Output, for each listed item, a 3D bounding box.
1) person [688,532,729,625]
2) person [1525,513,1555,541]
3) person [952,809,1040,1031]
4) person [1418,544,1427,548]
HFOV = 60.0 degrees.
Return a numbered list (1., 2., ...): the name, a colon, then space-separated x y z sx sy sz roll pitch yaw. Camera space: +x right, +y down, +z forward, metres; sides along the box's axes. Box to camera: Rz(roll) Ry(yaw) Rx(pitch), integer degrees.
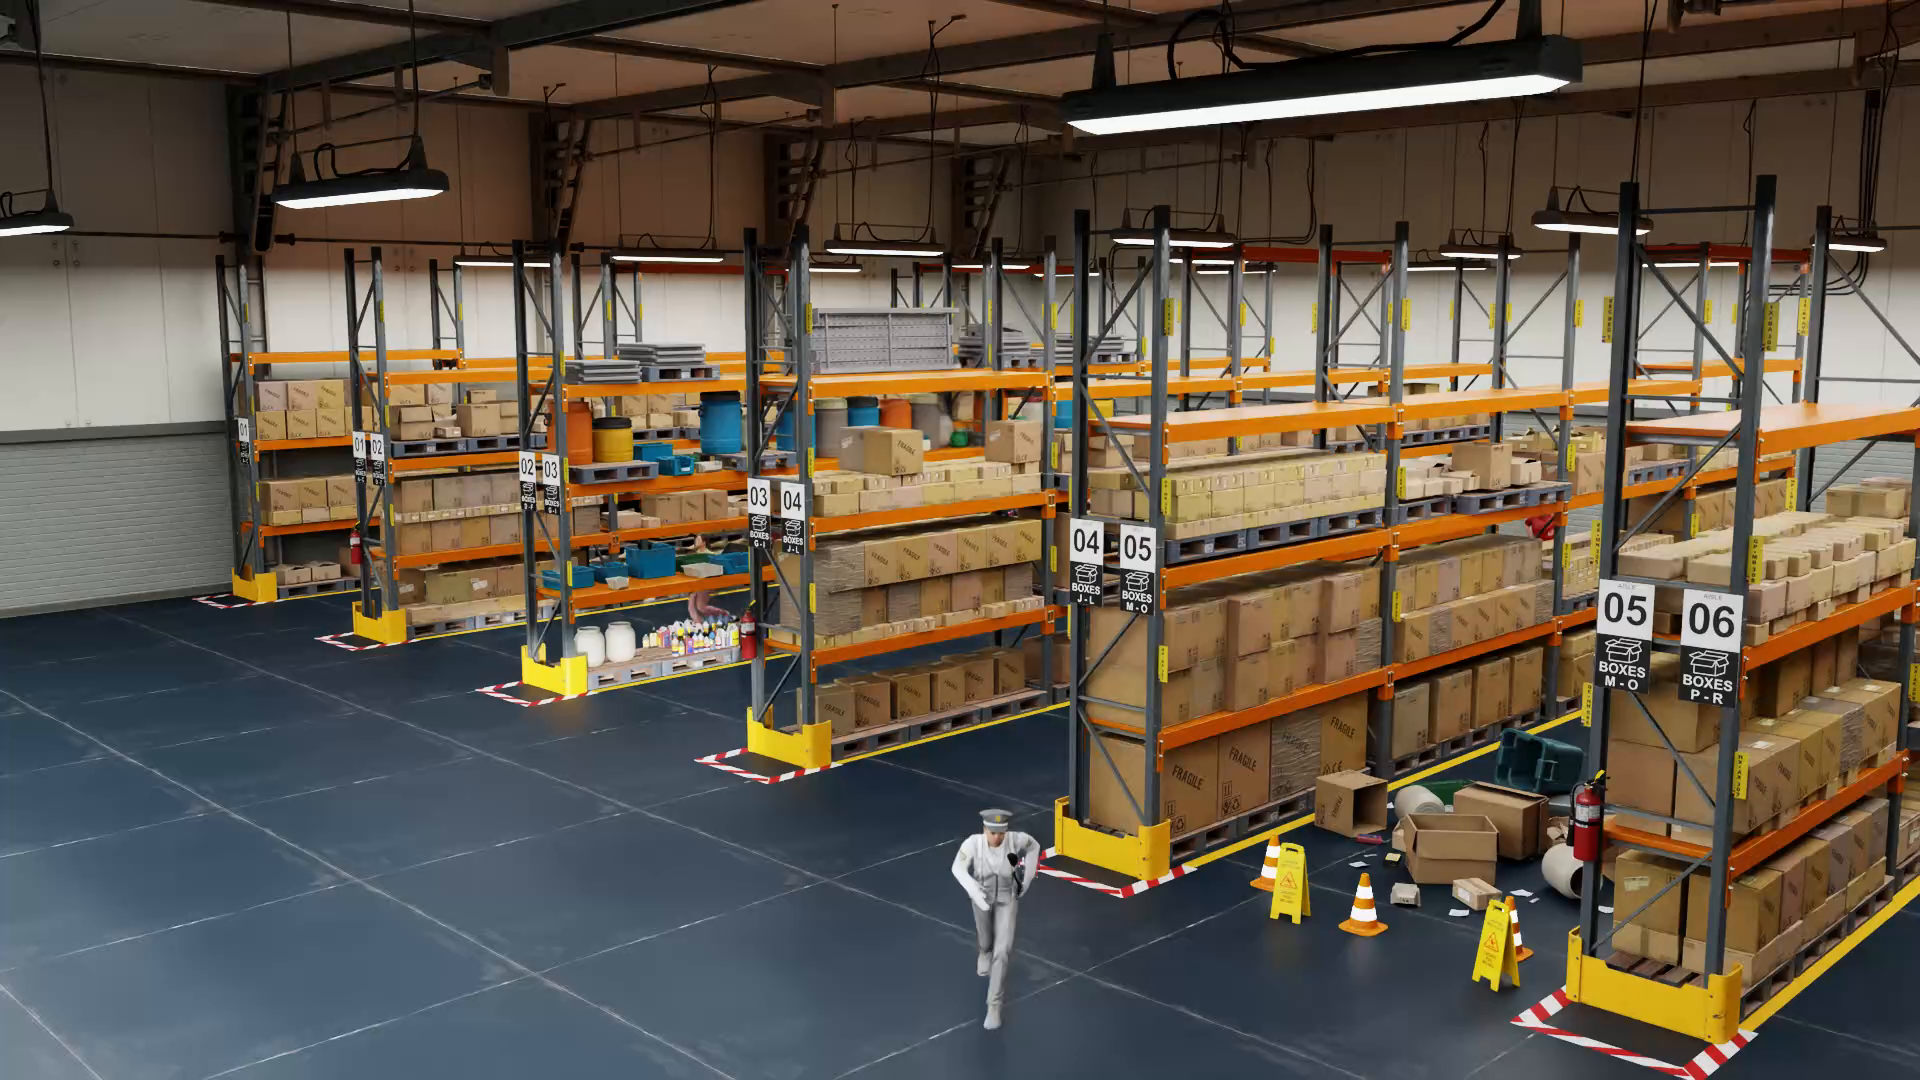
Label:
1. person: -3.958 0.689 25.925 0.694 1.632 0.579 -5 10 -33
2. person: 10.315 0.178 29.394 0.649 1.773 0.768 2 8 14
3. person: 0.256 2.673 12.299 0.655 1.628 0.977 -1 8 -5
4. person: 6.858 0.874 24.569 0.563 1.655 0.588 6 10 36
